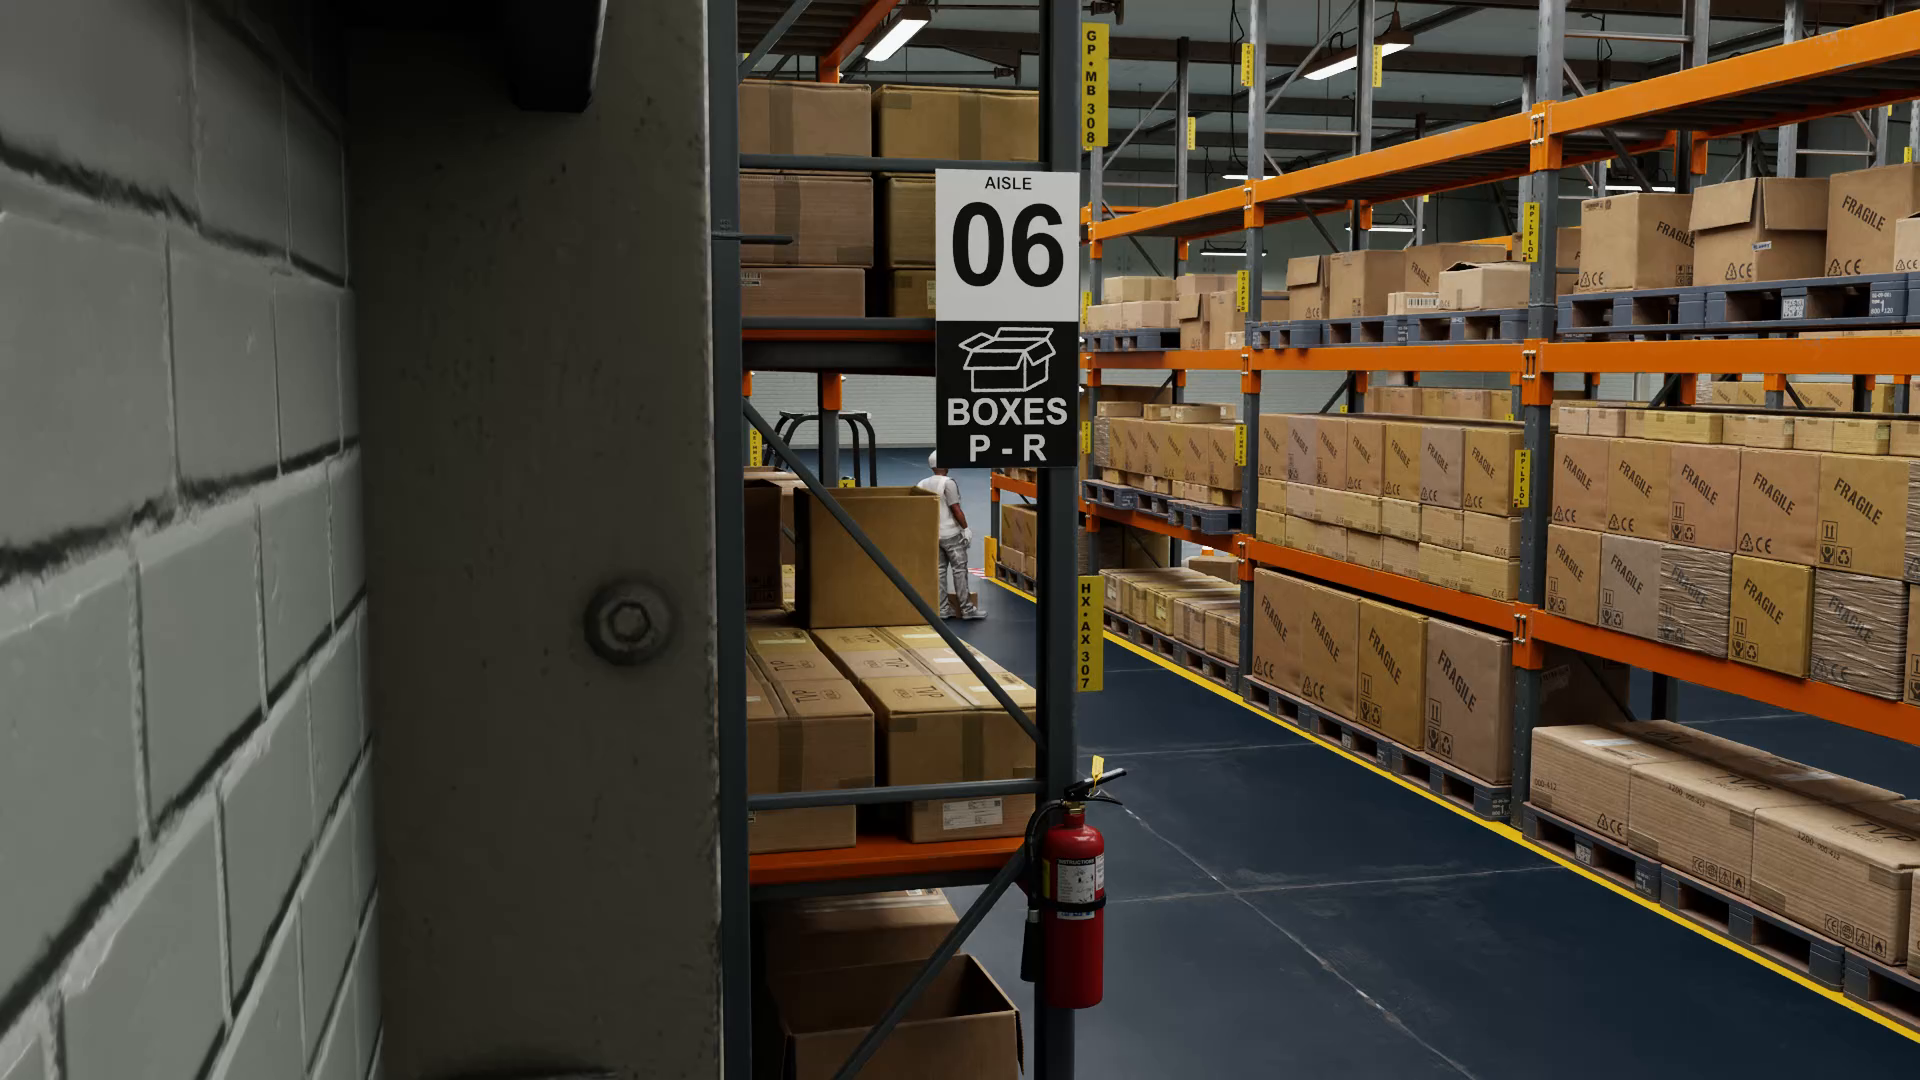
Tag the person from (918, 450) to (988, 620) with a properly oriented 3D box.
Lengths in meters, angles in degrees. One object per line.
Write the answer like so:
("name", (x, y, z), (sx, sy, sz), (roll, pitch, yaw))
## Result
("person", (-0.104, -0.062, 17.575), (0.656, 1.782, 0.576), (6, 8, 44))
